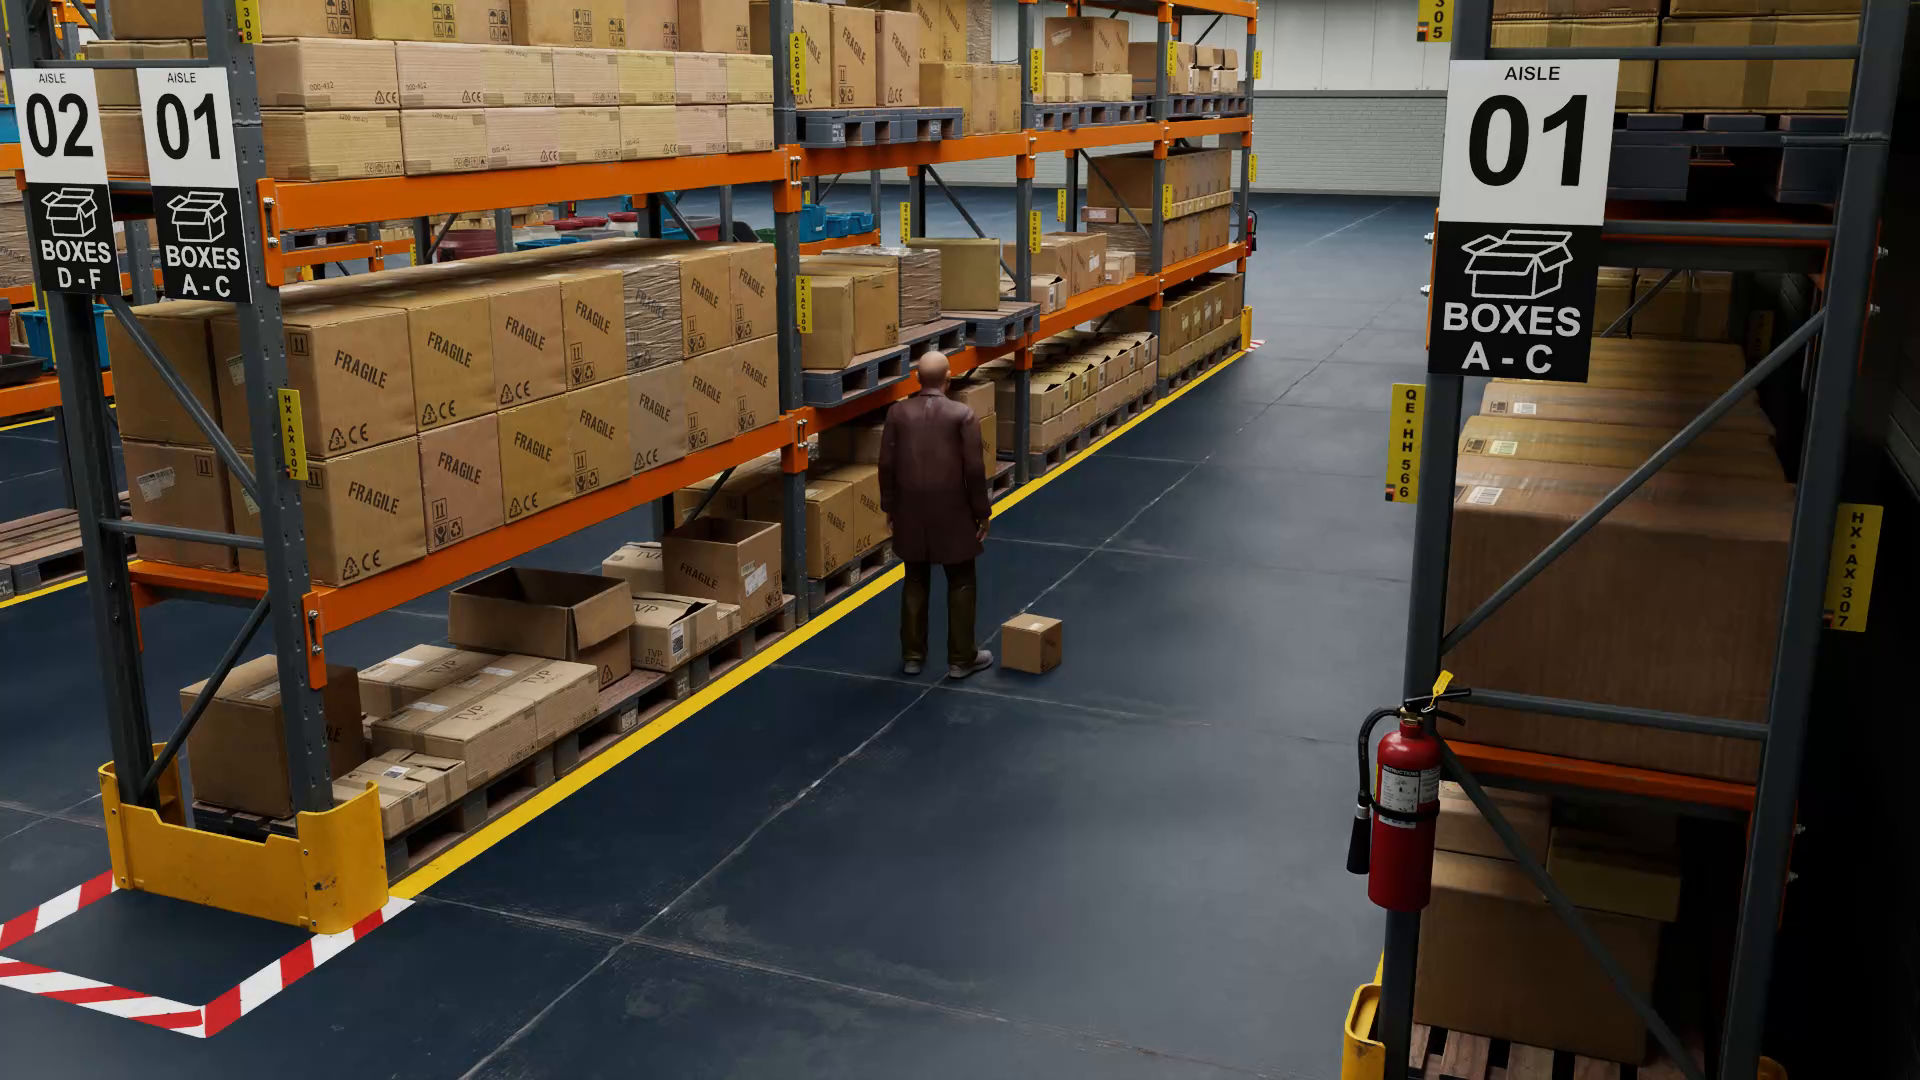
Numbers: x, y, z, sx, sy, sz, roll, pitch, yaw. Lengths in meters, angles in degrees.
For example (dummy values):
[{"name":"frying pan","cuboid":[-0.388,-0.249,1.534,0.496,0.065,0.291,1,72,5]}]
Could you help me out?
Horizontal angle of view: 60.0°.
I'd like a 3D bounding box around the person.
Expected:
[{"name":"person","cuboid":[-0.131,-0.139,9.063,0.639,1.773,0.429,5,16,17]}]
